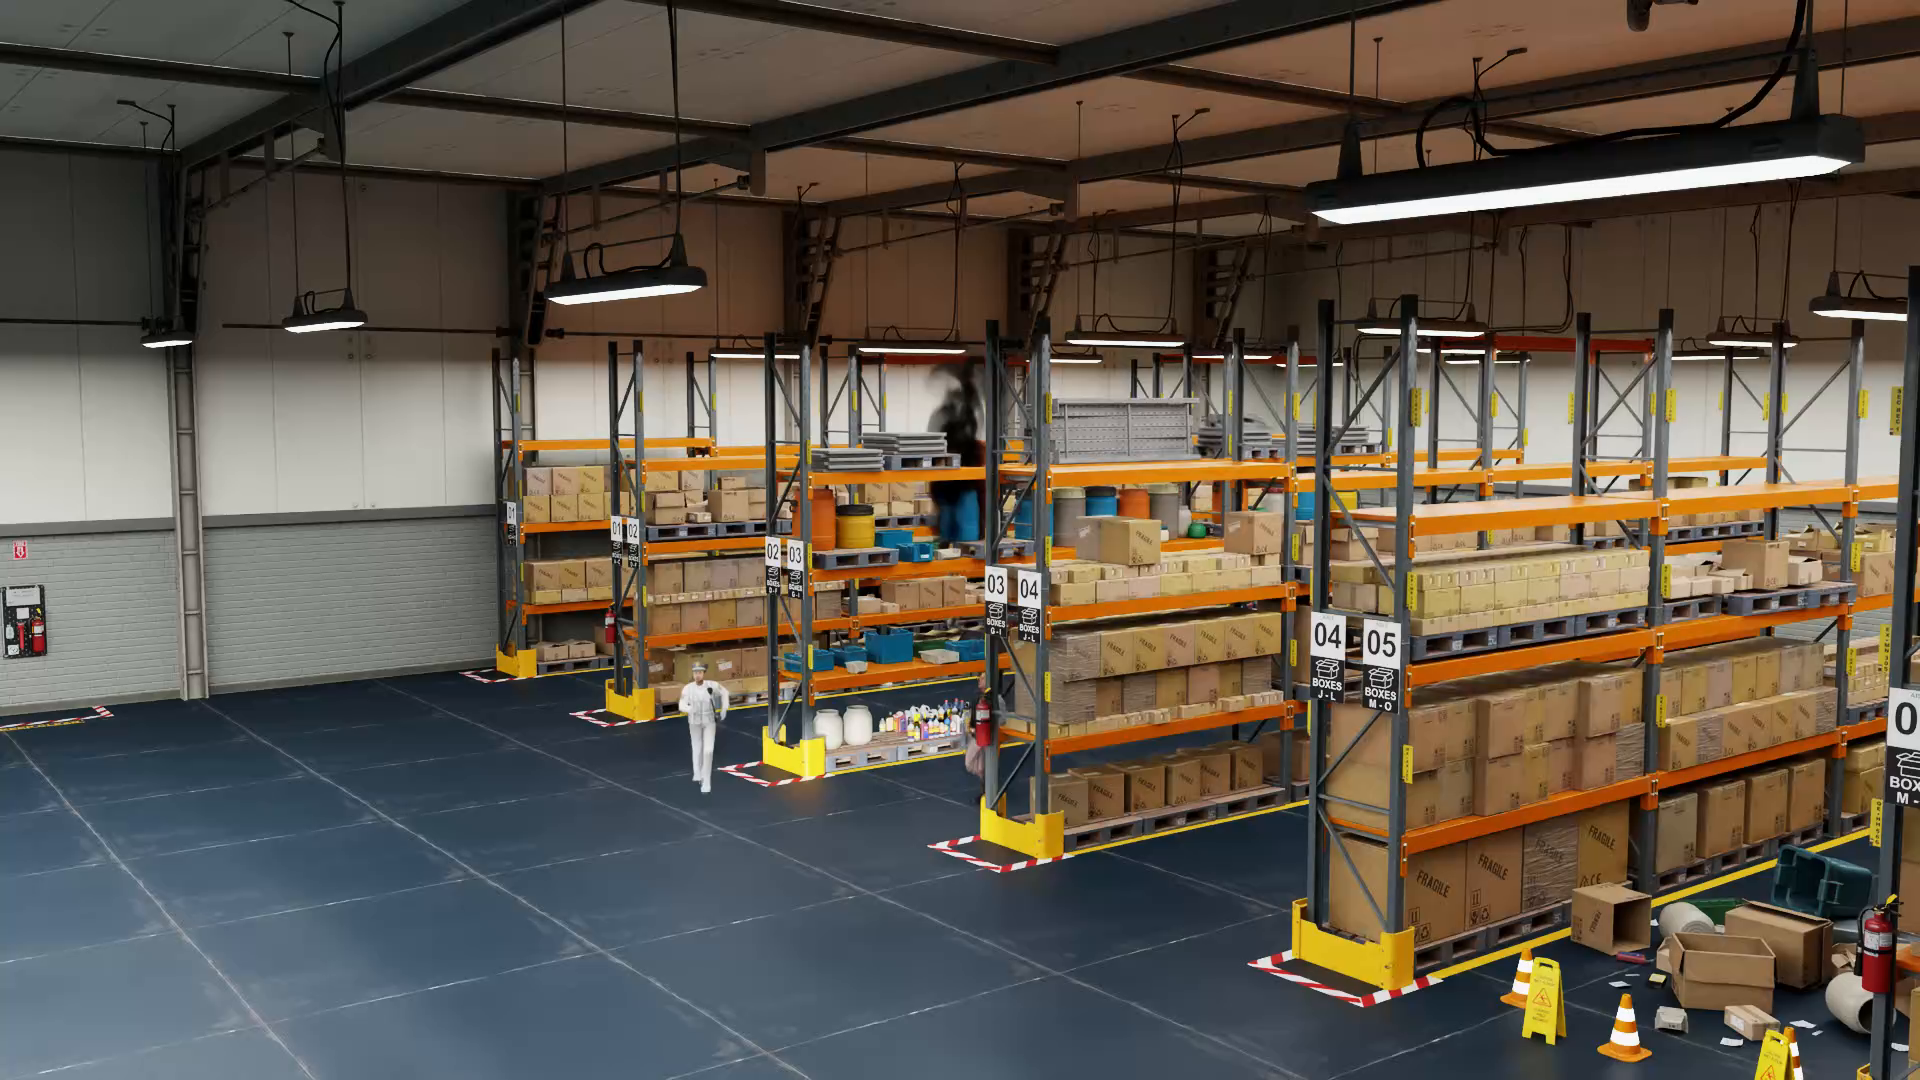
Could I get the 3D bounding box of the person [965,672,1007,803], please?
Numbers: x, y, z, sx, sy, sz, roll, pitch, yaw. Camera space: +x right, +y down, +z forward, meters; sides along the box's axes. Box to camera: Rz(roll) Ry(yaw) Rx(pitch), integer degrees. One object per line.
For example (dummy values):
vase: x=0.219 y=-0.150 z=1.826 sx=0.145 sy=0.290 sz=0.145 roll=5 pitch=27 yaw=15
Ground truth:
person: x=0.338 y=2.496 z=20.977 sx=0.591 sy=1.698 sz=0.674 roll=-5 pitch=7 yaw=-43

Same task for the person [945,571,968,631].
person: x=-0.109 y=1.318 z=33.858 sx=0.683 sy=1.775 sz=0.760 roll=4 pitch=7 yaw=40

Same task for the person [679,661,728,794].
person: x=-3.345 y=2.424 z=21.706 sx=0.619 sy=1.719 sz=0.857 roll=0 pitch=5 yaw=-2
